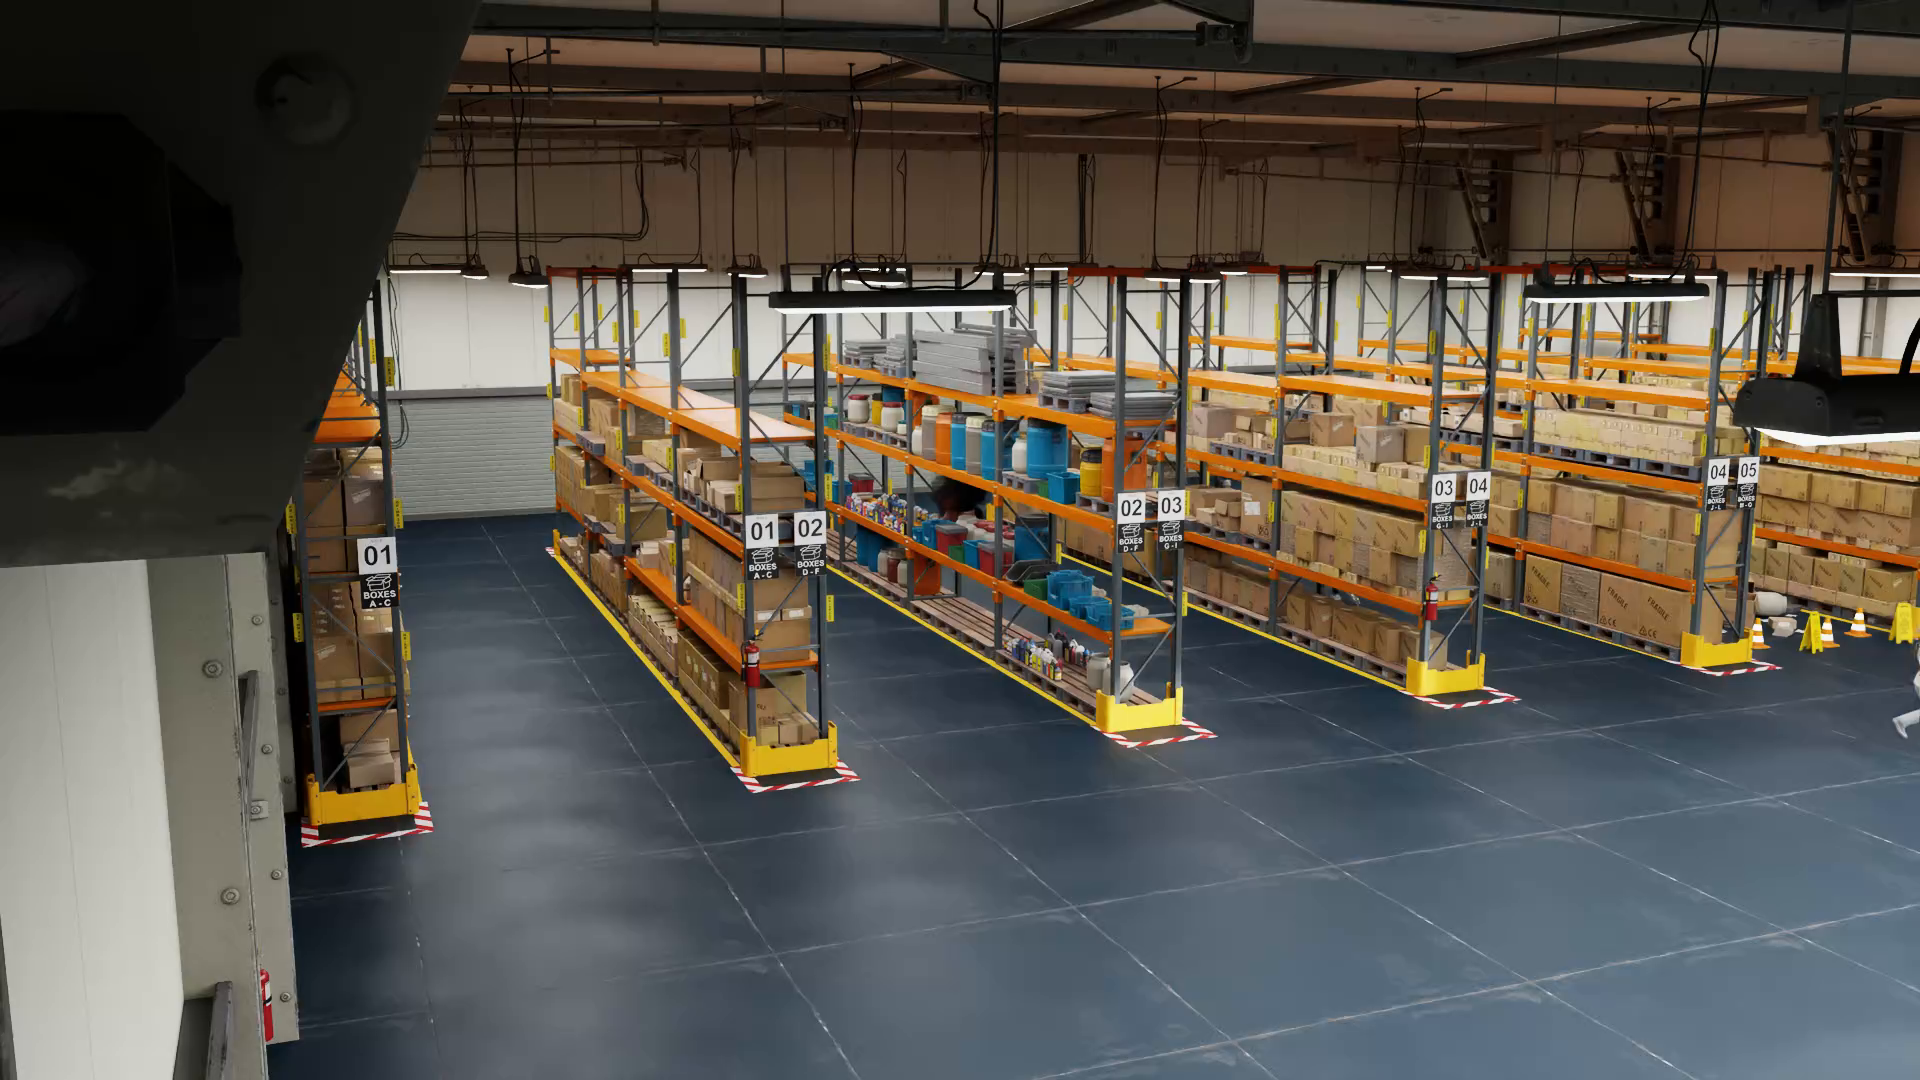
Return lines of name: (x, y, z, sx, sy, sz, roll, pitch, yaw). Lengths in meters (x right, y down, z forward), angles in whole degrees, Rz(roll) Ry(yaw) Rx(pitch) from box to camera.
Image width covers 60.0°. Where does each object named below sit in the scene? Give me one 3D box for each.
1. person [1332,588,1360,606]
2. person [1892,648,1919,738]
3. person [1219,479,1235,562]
person: (7.060, 0.421, 29.876, 0.546, 1.506, 0.815, -5, 11, -25)
person: (12.385, 1.878, 21.213, 0.632, 1.621, 0.613, 3, 10, 17)
person: (5.353, -0.315, 33.443, 0.638, 1.839, 0.767, -4, 11, -22)
